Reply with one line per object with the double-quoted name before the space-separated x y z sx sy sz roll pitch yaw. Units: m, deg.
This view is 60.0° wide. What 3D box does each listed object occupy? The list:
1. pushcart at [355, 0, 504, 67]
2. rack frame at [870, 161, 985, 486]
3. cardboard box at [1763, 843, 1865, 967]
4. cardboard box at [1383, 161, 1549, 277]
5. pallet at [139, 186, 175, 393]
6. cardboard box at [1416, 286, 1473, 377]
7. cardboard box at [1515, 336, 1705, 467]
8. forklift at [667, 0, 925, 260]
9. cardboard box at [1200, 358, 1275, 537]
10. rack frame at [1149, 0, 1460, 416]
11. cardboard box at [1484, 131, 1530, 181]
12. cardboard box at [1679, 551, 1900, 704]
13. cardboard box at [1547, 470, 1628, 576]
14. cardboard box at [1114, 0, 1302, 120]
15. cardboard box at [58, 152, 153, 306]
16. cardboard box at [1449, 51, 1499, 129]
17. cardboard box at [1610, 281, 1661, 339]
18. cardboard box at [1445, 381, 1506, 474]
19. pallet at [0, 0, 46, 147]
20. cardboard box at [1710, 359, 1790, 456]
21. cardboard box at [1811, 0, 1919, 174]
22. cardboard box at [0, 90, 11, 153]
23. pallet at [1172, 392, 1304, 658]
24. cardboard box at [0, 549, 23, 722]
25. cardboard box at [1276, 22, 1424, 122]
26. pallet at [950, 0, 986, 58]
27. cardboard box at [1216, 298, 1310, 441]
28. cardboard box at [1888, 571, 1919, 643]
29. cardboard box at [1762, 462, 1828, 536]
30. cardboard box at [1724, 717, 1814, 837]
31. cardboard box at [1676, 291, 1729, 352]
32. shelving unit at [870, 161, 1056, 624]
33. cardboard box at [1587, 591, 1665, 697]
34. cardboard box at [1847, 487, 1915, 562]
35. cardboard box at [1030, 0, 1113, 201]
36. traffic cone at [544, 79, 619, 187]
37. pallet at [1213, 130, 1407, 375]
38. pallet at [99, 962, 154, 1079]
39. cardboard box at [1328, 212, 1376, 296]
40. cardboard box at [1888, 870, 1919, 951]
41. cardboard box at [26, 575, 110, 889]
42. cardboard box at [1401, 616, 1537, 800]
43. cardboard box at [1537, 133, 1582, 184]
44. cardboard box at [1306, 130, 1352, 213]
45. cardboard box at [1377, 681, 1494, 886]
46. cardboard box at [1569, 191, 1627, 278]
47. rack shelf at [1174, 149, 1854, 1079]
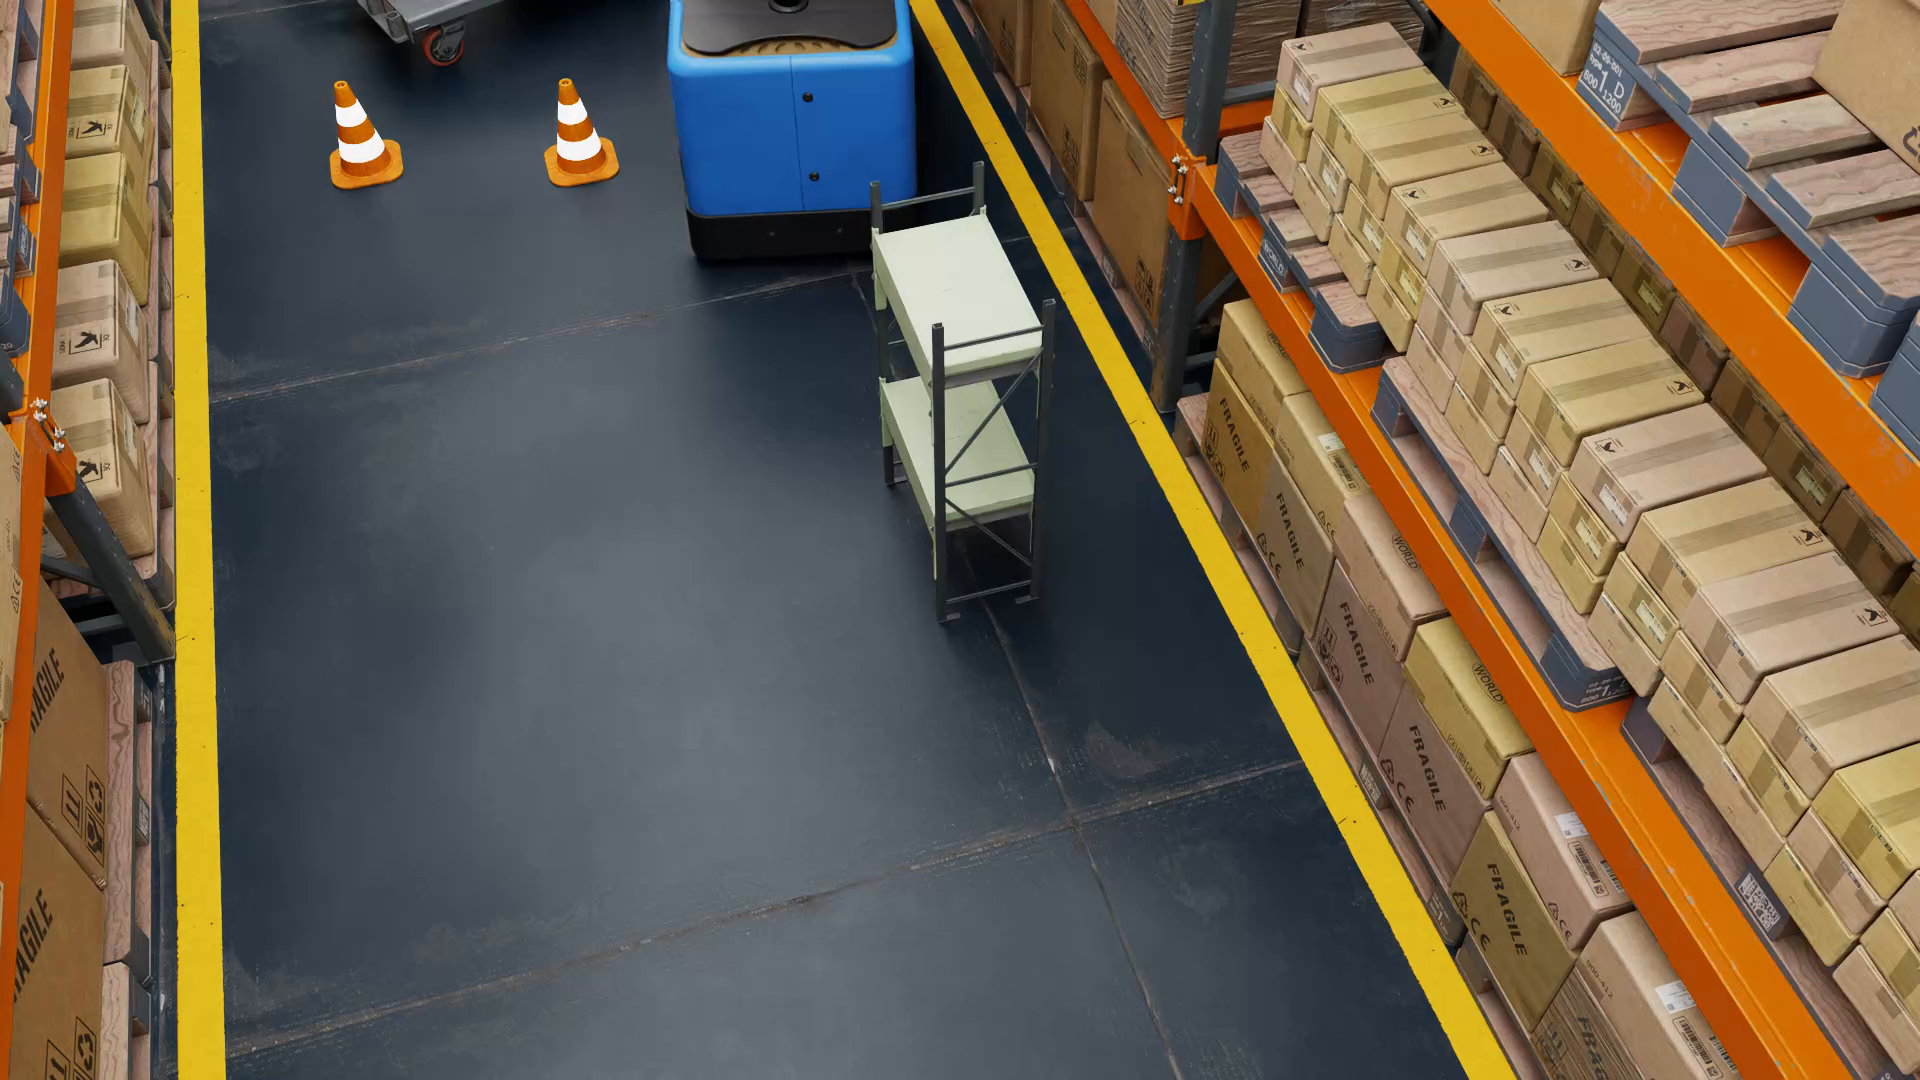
"pushcart" -2.420 -3.082 8.891 1.648 0.377 0.936 -30 56 -23
"rack frame" -0.110 -0.756 6.196 0.400 1.500 0.023 -13 51 -11
"cardboard box" 2.097 0.786 3.805 0.380 0.149 0.250 -13 51 -11
"cardboard box" 1.478 -0.942 4.872 0.380 0.149 0.250 -15 52 -12
"pallet" -3.987 -1.015 7.257 1.003 0.211 1.213 -13 51 -11
"cardboard box" 1.561 -0.640 4.812 0.380 0.149 0.250 -13 51 -11
"cardboard box" 1.710 -0.369 4.389 0.380 0.149 0.250 -14 51 -11
"forklift" -0.812 -3.345 7.442 1.130 2.935 3.031 -4 50 -3
"cardboard box" 1.264 -0.402 6.277 0.500 0.500 0.500 -15 52 -13
"rack frame" 1.298 -1.646 5.966 1.000 3.000 0.127 -13 51 -11
"cardboard box" 1.955 -1.263 5.532 0.380 0.149 0.250 -13 51 -11
"cardboard box" 1.943 0.203 3.907 0.380 0.149 0.250 -13 51 -11
"cardboard box" 1.781 -0.083 4.343 0.380 0.149 0.250 -13 51 -11
"cardboard box" 0.908 -1.947 6.154 0.500 0.500 0.500 -13 51 -11
"cardboard box" -4.003 -1.249 7.075 0.950 0.372 0.625 -12 51 -10
"cardboard box" 1.879 -1.539 5.570 0.380 0.149 0.250 -12 51 -10
"cardboard box" 2.183 -0.696 5.054 0.380 0.149 0.250 -15 52 -13
"cardboard box" 1.632 -0.360 4.771 0.380 0.149 0.250 -13 51 -10
"pallet" -4.025 -1.828 6.244 1.003 0.211 1.213 -13 51 -11
"cardboard box" 2.339 -0.409 4.617 0.380 0.149 0.250 -14 51 -12
"cardboard box" 2.150 -1.018 3.132 0.797 0.503 0.637 -14 51 -11
"cardboard box" -3.469 -1.417 5.662 0.380 0.149 0.250 -13 51 -11
"pallet" 1.528 -0.177 6.550 1.003 0.211 1.213 -13 51 -11
"cardboard box" -2.837 0.275 4.444 0.500 0.250 0.500 -12 51 -10
"cardboard box" 1.251 -1.508 5.350 0.380 0.149 0.250 -13 51 -11
"pallet" 0.415 -3.123 9.034 1.003 0.211 1.213 -13 51 -11
"cardboard box" 1.271 -0.659 6.003 0.500 0.250 0.500 -15 52 -13
"cardboard box" 2.571 0.166 4.133 0.380 0.149 0.250 -15 52 -13
"cardboard box" 2.413 -0.123 4.572 0.380 0.149 0.250 -14 51 -12
"cardboard box" 2.025 0.505 3.847 0.380 0.149 0.250 -11 51 -9
"cardboard box" 2.261 -0.693 4.663 0.380 0.149 0.250 -11 51 -9
"shelving unit" -0.002 -0.488 5.970 0.431 1.500 0.755 -13 51 -11
"cardboard box" 1.864 0.218 4.283 0.380 0.149 0.250 -15 52 -13
"cardboard box" 2.495 -0.123 4.182 0.380 0.149 0.250 -14 51 -11
"cardboard box" 0.942 -2.159 7.595 1.050 0.750 0.750 -13 51 -10
"traffic cone" -1.838 -1.982 7.908 0.336 0.463 0.334 -13 51 -11
"pallet" 1.611 -1.088 5.621 1.213 0.211 1.003 -13 51 -11
"pallet" -2.882 1.928 4.776 1.003 0.211 1.213 -13 51 -11
"cardboard box" 1.397 -0.935 5.256 0.380 0.149 0.250 -11 51 -9
"cardboard box" 2.176 0.780 3.421 0.380 0.149 0.250 -11 51 -9
"cardboard box" -3.276 0.619 5.171 0.875 0.875 0.875 -14 51 -11
"cardboard box" 1.710 0.456 5.063 0.500 0.250 0.500 -15 52 -13
"cardboard box" 2.031 -1.263 5.143 0.380 0.149 0.250 -12 51 -10
"cardboard box" 1.331 -1.201 5.285 0.380 0.149 0.250 -11 51 -9
"cardboard box" 1.723 0.711 5.338 0.500 0.500 0.500 -14 51 -12
"cardboard box" 2.114 -0.970 5.090 0.380 0.149 0.250 -13 51 -11
"rack shelf" 1.890 0.046 5.009 1.077 0.370 4.000 -13 51 -11
